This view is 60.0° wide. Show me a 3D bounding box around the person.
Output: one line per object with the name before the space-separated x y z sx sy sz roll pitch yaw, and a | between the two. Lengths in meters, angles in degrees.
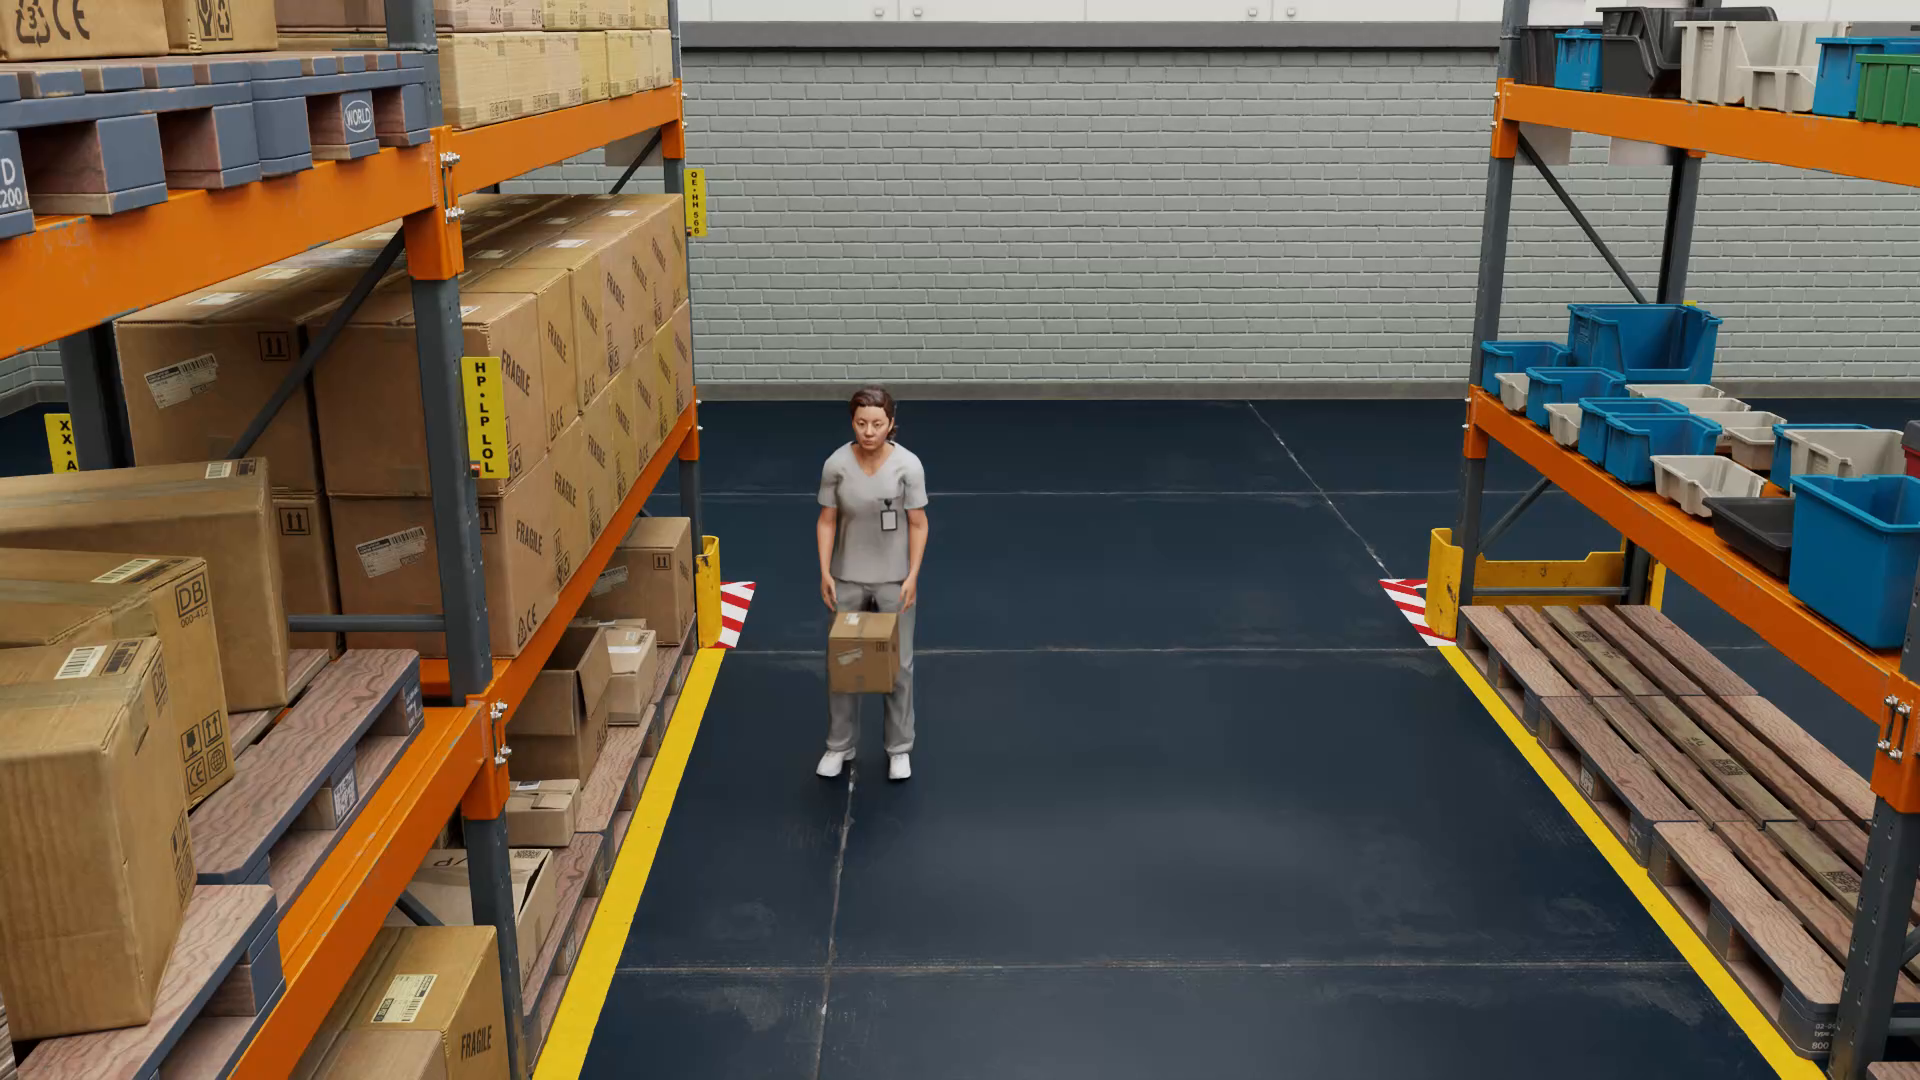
person | -0.367 0.294 7.006 0.471 1.433 0.362 2 17 5
